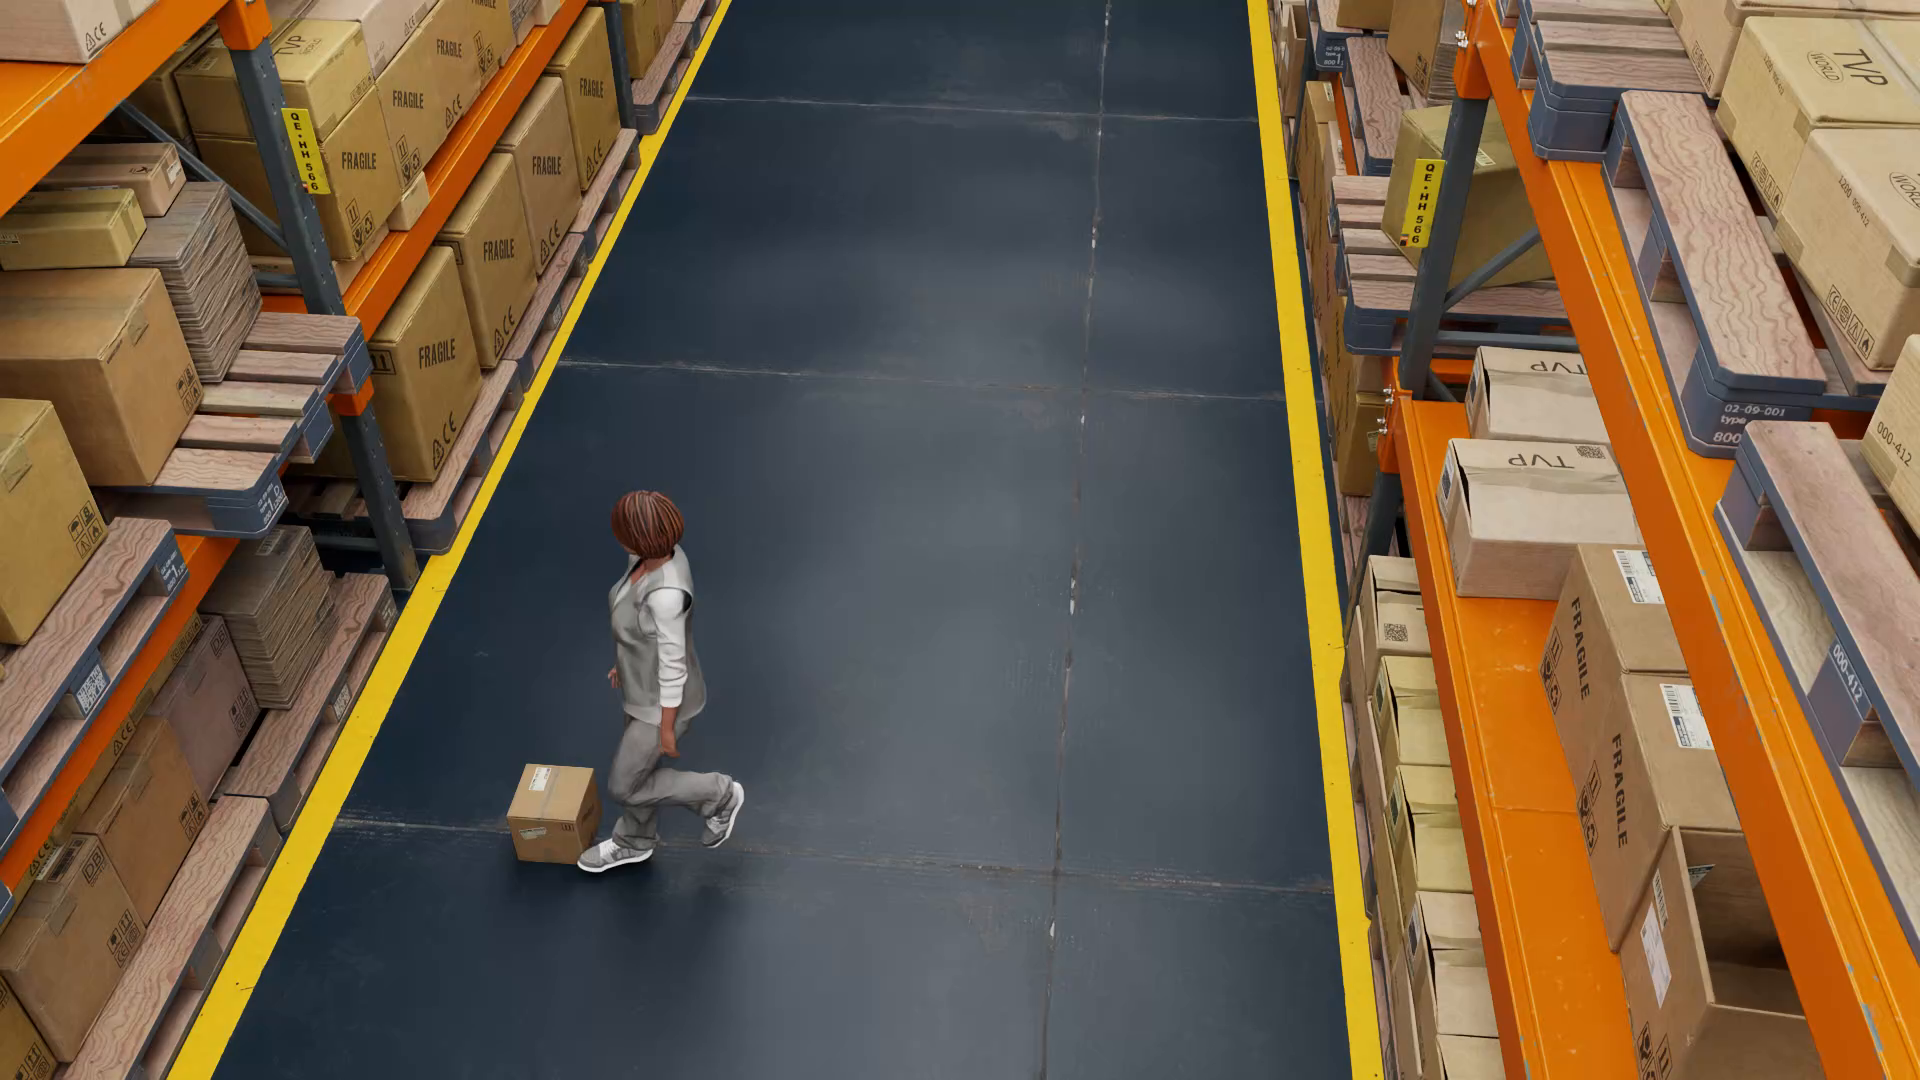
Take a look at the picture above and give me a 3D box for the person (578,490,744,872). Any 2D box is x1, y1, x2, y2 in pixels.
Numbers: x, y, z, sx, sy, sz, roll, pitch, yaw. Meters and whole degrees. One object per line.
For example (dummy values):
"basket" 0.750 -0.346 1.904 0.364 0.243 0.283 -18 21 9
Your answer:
"person" -1.080 0.517 5.550 0.618 1.582 0.480 -9 41 -10
